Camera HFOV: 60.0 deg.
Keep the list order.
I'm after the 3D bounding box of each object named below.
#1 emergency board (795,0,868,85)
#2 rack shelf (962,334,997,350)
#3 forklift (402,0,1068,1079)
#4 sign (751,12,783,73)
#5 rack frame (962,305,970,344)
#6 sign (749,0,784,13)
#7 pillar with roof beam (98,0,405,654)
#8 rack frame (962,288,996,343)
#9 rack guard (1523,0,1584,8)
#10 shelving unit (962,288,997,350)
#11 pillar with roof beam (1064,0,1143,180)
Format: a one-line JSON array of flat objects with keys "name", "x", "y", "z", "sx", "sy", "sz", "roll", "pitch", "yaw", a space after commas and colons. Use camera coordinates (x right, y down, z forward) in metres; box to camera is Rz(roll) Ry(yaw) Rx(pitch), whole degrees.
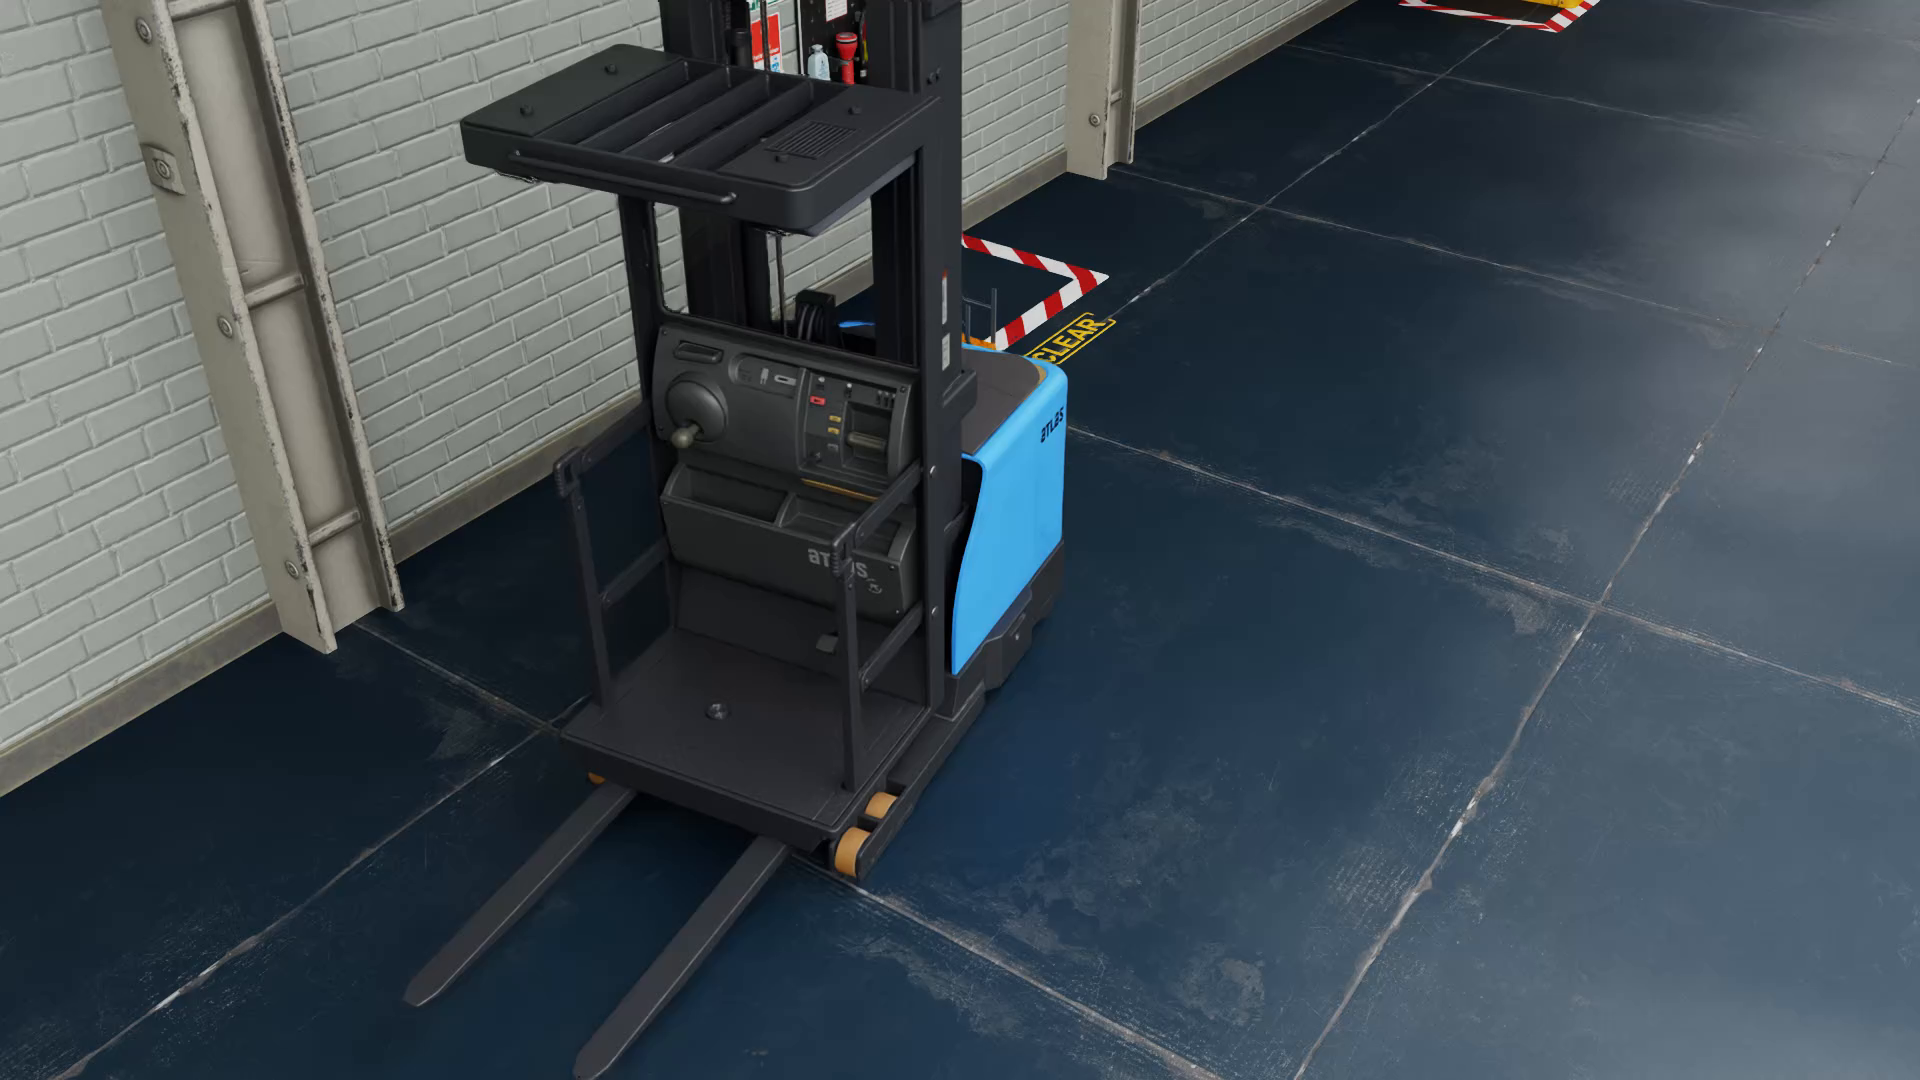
[{"name": "emergency board", "x": -0.539, "y": -2.565, "z": 8.366, "sx": 0.194, "sy": 1.169, "sz": 0.643, "roll": 21, "pitch": 39, "yaw": 28}, {"name": "rack shelf", "x": -0.008, "y": -0.752, "z": 6.727, "sx": 0.258, "sy": 0.103, "sz": 0.180, "roll": 21, "pitch": 39, "yaw": 28}, {"name": "forklift", "x": -0.673, "y": -0.366, "z": 5.174, "sx": 1.130, "sy": 2.935, "sz": 3.031, "roll": 15, "pitch": 37, "yaw": 21}, {"name": "sign", "x": -0.939, "y": -2.359, "z": 8.028, "sx": 0.001, "sy": 0.329, "sz": 0.234, "roll": 21, "pitch": 39, "yaw": 28}, {"name": "rack frame", "x": -0.060, "y": -0.448, "z": 6.842, "sx": 0.240, "sy": 1.200, "sz": 0.006, "roll": 21, "pitch": 39, "yaw": 28}, {"name": "sign", "x": -0.929, "y": -2.577, "z": 7.879, "sx": 0.001, "sy": 0.109, "sz": 0.331, "roll": 21, "pitch": 39, "yaw": 28}, {"name": "pillar with roof beam", "x": 1.017, "y": -2.039, "z": 2.233, "sx": 9.100, "sy": 9.000, "sz": 0.400, "roll": 21, "pitch": 39, "yaw": 28}, {"name": "rack frame", "x": 0.044, "y": -0.532, "z": 6.966, "sx": 0.240, "sy": 1.200, "sz": 0.006, "roll": 21, "pitch": 39, "yaw": 28}, {"name": "rack guard", "x": 4.677, "y": -4.853, "z": 13.980, "sx": 1.175, "sy": 0.500, "sz": 0.348, "roll": 21, "pitch": 39, "yaw": 28}, {"name": "shelving unit", "x": -0.008, "y": -0.490, "z": 6.904, "sx": 0.258, "sy": 1.200, "sz": 0.189, "roll": 21, "pitch": 39, "yaw": 28}, {"name": "pillar with roof beam", "x": 4.438, "y": -4.801, "z": 6.316, "sx": 9.100, "sy": 9.000, "sz": 0.400, "roll": 21, "pitch": 39, "yaw": 28}]
